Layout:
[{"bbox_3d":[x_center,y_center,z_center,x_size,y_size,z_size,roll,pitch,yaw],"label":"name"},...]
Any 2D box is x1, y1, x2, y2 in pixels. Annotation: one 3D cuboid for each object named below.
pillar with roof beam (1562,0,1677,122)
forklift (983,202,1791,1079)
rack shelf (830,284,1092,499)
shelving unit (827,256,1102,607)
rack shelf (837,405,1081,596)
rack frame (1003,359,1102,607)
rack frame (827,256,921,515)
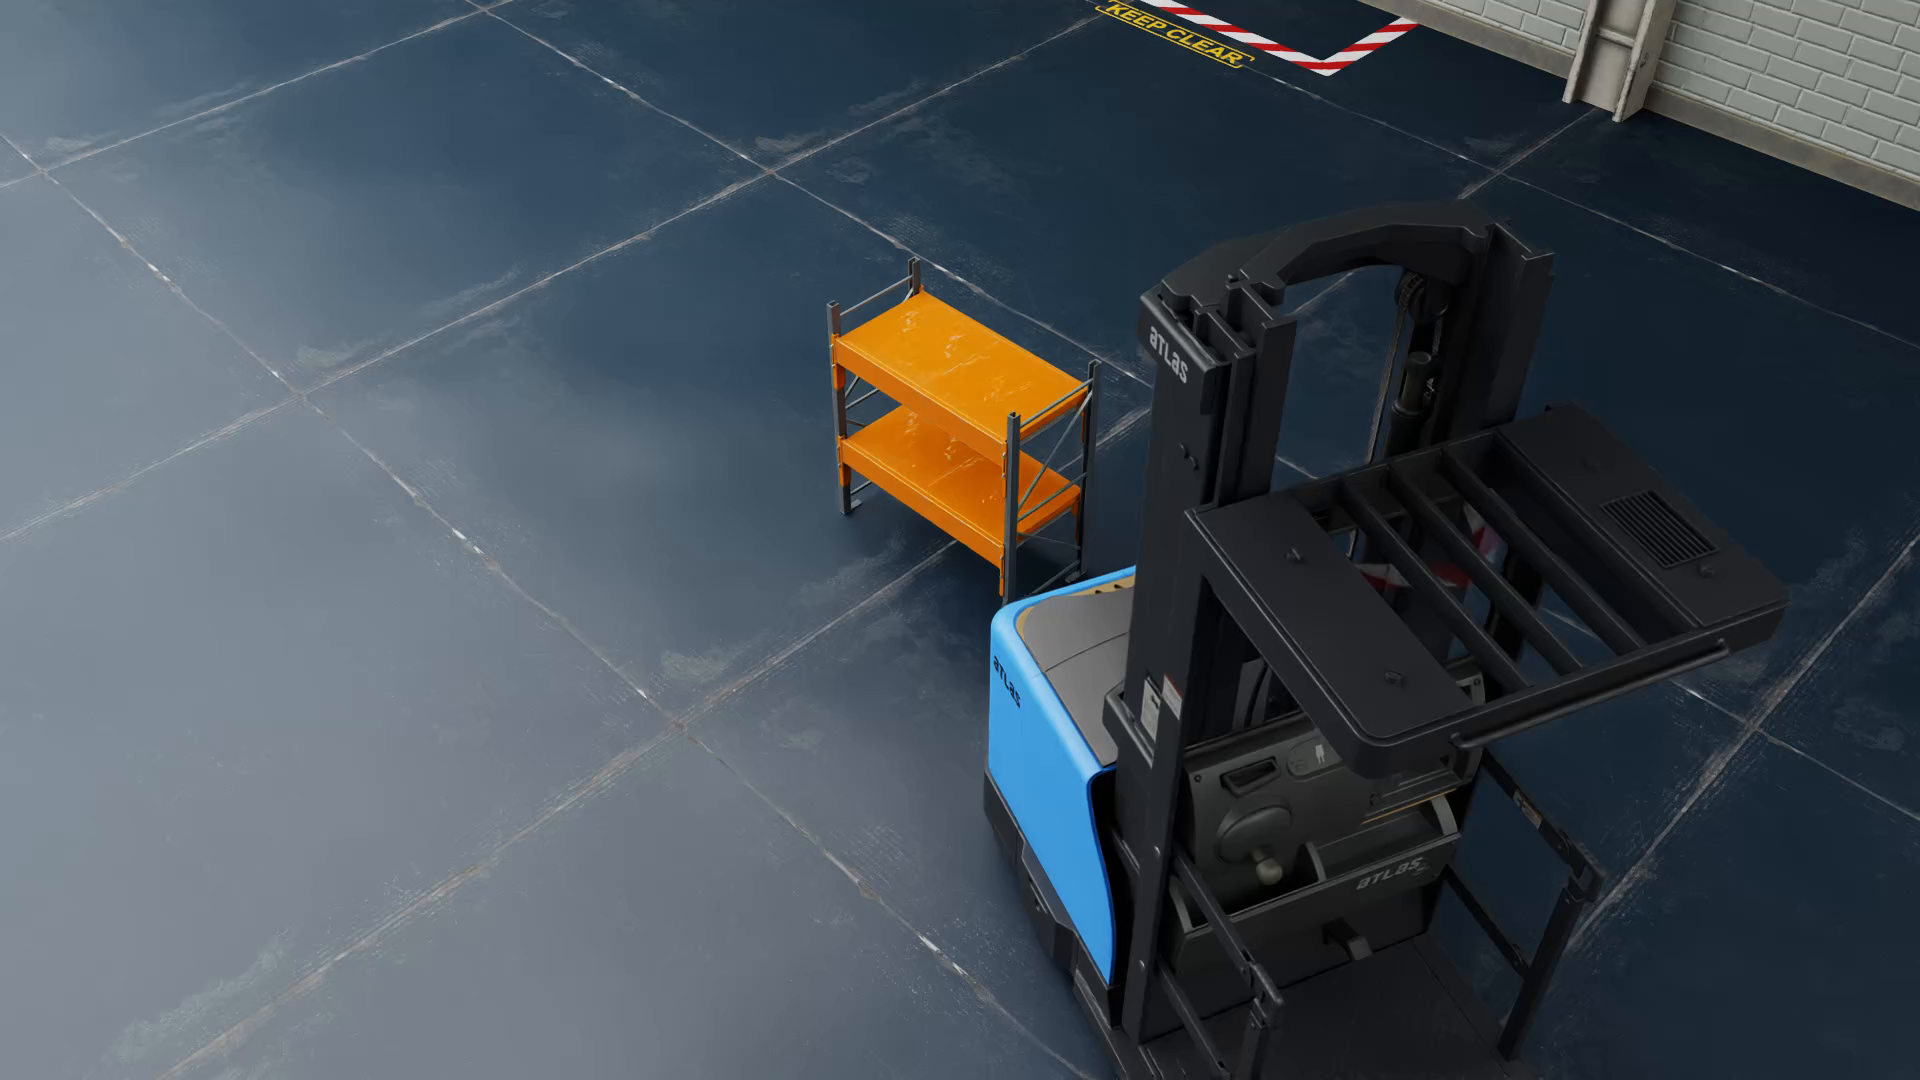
[{"bbox_3d":[0.935,-3.948,5.009,9.100,9.000,0.400,-34,53,-31],"label":"pillar with roof beam"},{"bbox_3d":[1.125,0.735,4.412,1.130,2.935,3.031,-16,45,-17],"label":"forklift"},{"bbox_3d":[0.005,-0.625,6.783,0.538,0.278,1.000,-34,53,-31],"label":"rack shelf"},{"bbox_3d":[0.005,-0.410,6.982,0.538,1.125,1.048,-34,53,-31],"label":"shelving unit"},{"bbox_3d":[0.005,-0.230,7.148,0.538,0.278,1.000,-34,53,-31],"label":"rack shelf"},{"bbox_3d":[0.364,-0.166,6.718,0.500,1.125,0.032,-34,53,-31],"label":"rack frame"},{"bbox_3d":[-0.354,-0.654,7.246,0.500,1.125,0.032,-34,53,-31],"label":"rack frame"}]
